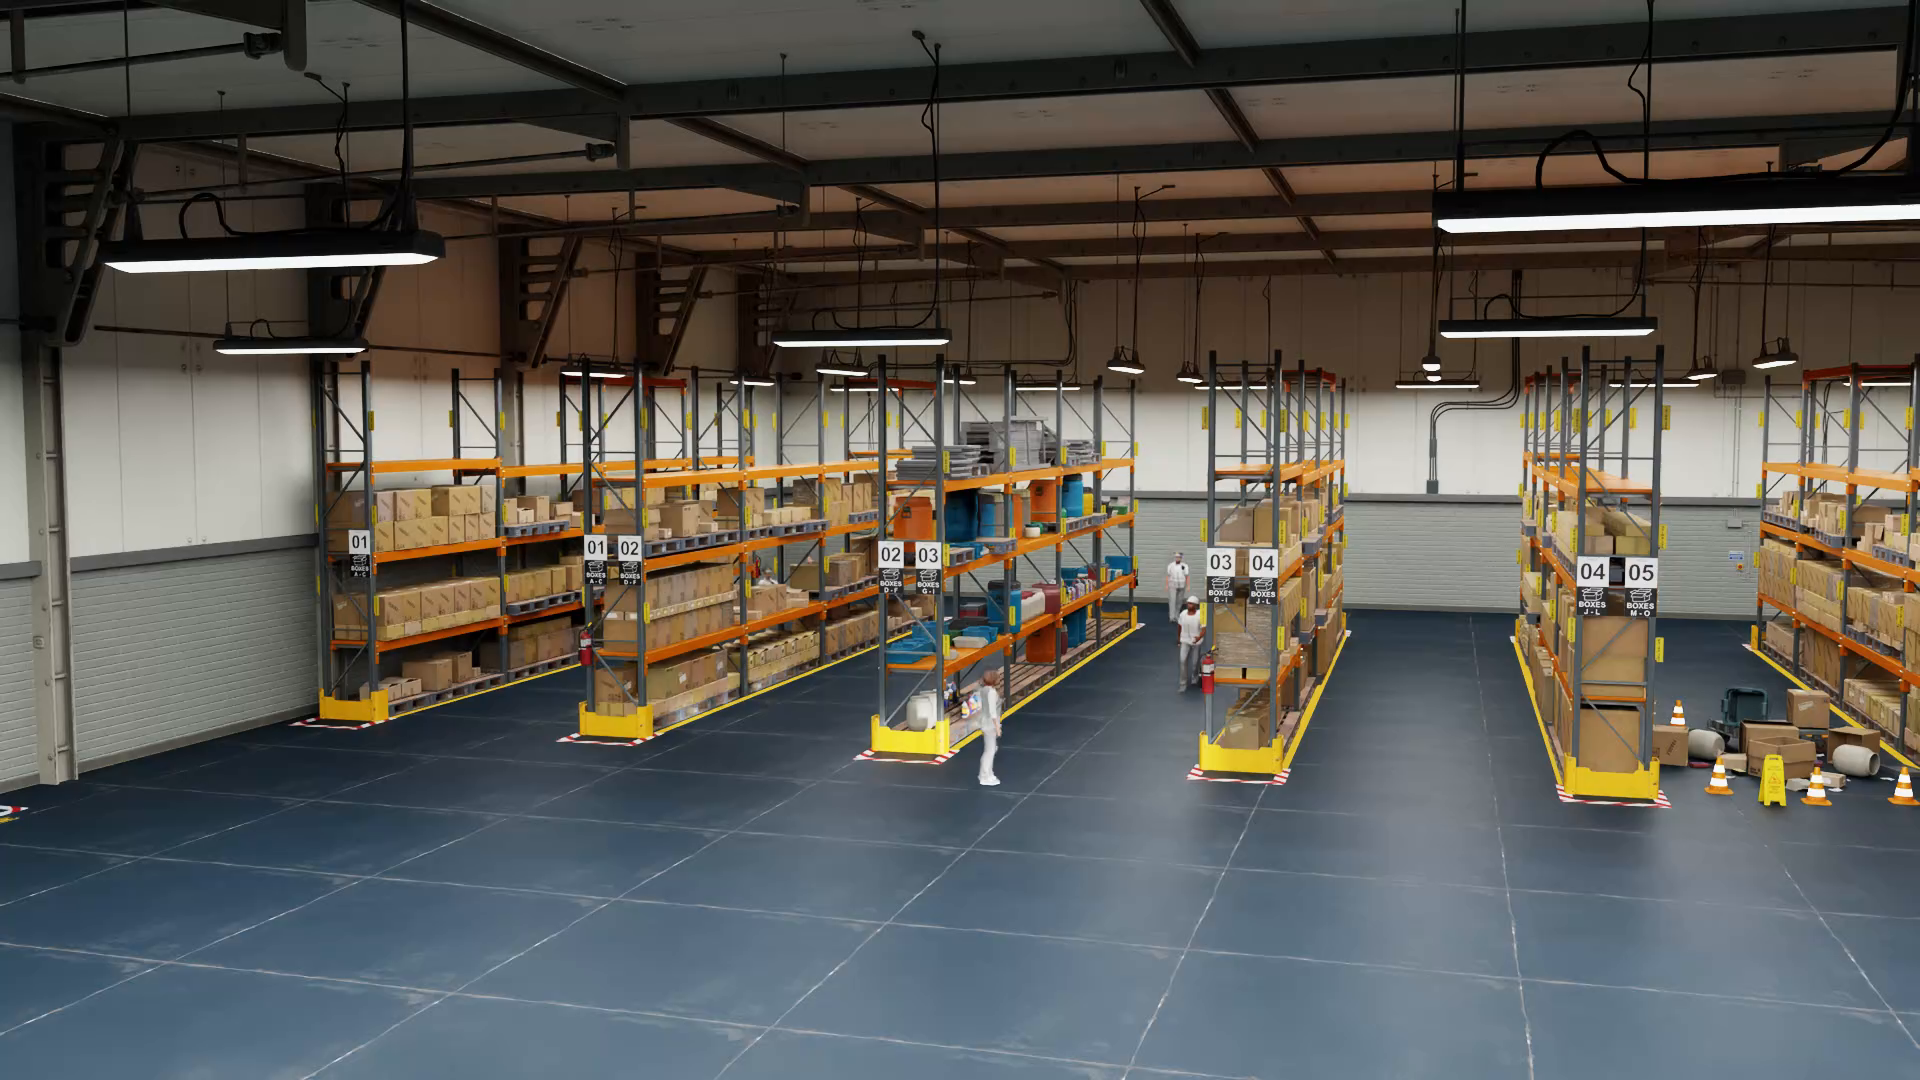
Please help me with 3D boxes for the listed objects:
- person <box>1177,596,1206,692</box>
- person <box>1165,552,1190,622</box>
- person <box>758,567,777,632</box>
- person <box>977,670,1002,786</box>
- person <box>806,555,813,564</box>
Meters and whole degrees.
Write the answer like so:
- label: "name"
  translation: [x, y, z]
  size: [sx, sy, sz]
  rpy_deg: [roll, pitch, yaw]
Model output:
- label: "person"
  translation: [4.334, 1.933, 31.143]
  size: [0.603, 1.769, 0.953]
  rpy_deg: [1, 4, 16]
- label: "person"
  translation: [5.441, 1.177, 41.399]
  size: [0.592, 1.767, 0.648]
  rpy_deg: [-1, 4, -14]
- label: "person"
  translation: [-4.448, 1.438, 38.301]
  size: [0.468, 1.642, 0.960]
  rpy_deg: [1, 4, 14]
- label: "person"
  translation: [0.429, 2.592, 22.880]
  size: [0.365, 1.619, 0.524]
  rpy_deg: [-1, 4, -11]
- label: "person"
  translation: [-3.837, 1.189, 41.955]
  size: [0.431, 1.624, 1.004]
  rpy_deg: [2, 4, 22]
